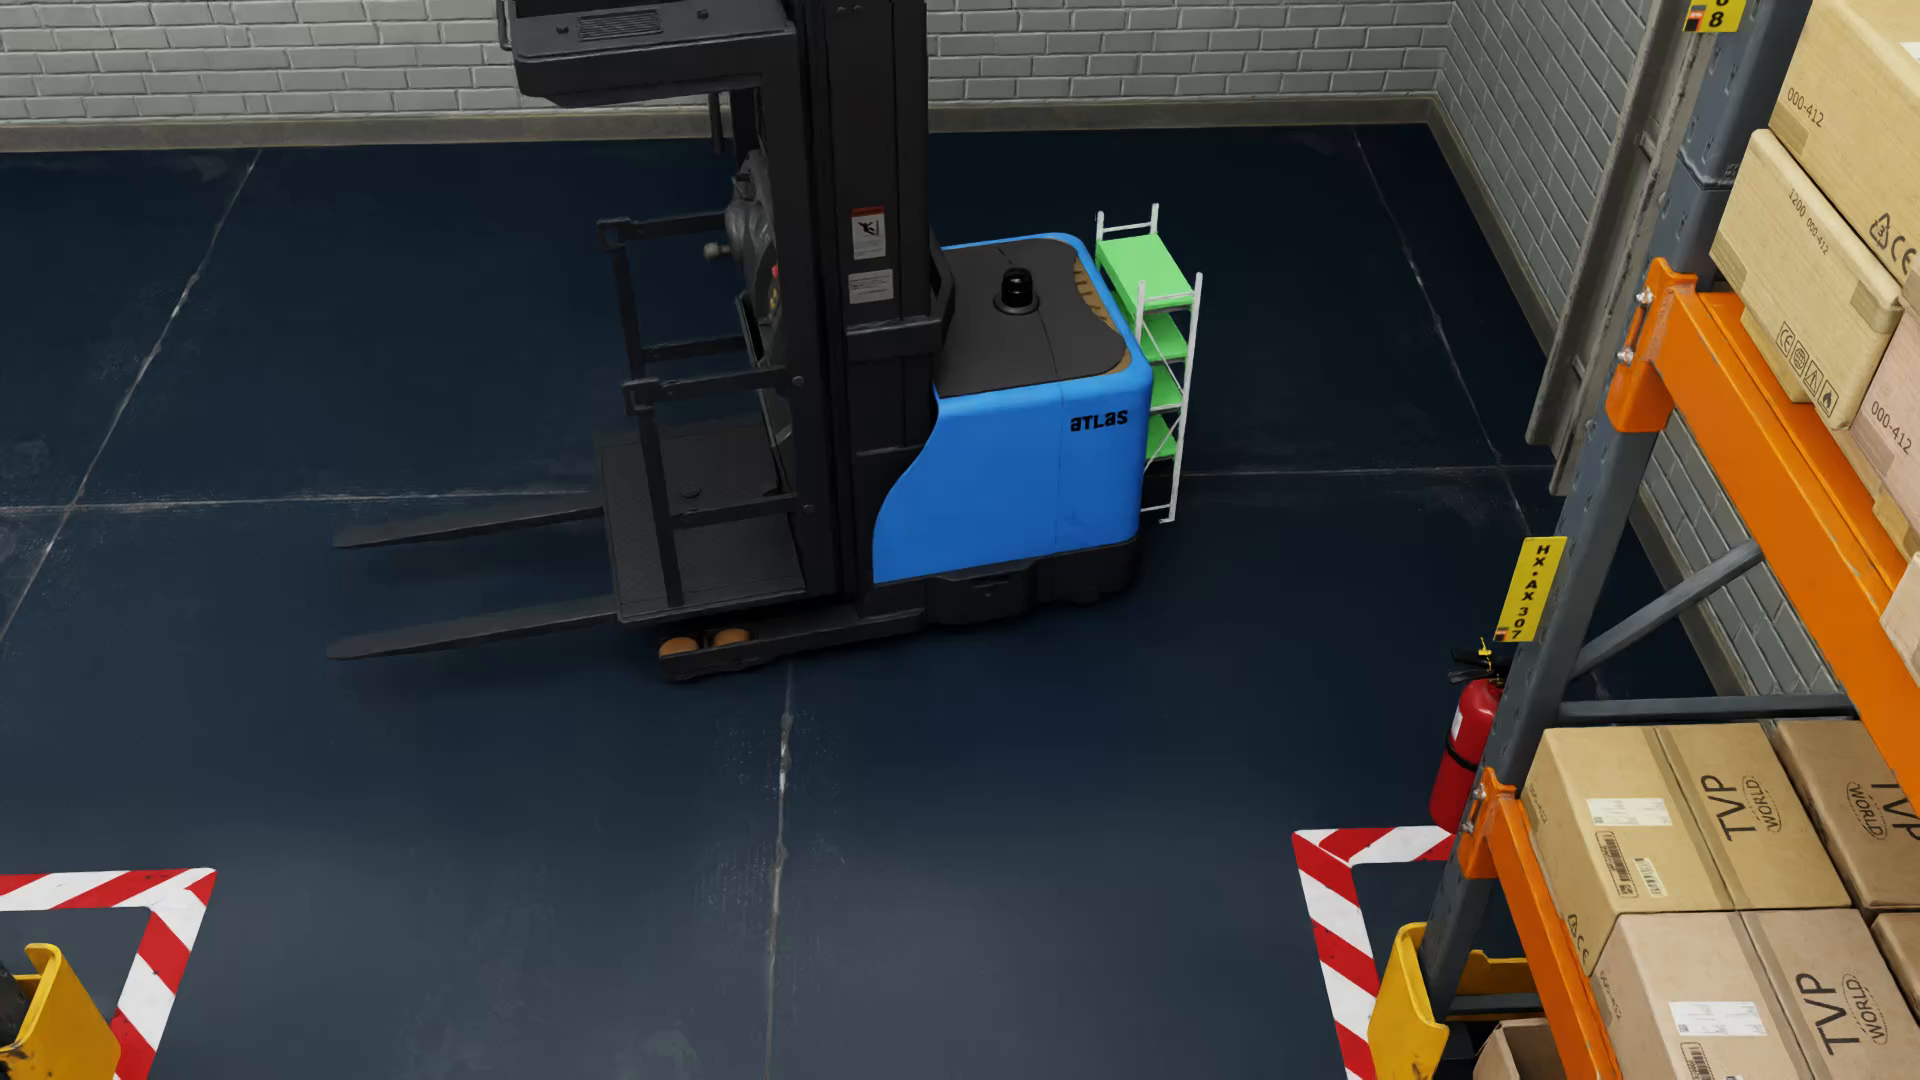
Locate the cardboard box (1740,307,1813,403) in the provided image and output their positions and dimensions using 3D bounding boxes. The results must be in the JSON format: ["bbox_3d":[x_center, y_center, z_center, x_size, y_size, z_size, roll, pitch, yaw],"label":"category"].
[{"bbox_3d":[1.615,-0.373,2.903,0.380,0.149,0.250,-1,43,-1],"label":"cardboard box"}]

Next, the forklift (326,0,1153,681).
[{"bbox_3d":[-0.878,-0.954,5.621,3.031,2.935,1.130,-9,43,-10],"label":"forklift"}]

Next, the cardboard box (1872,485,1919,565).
[{"bbox_3d":[1.646,-0.023,2.521,0.380,0.149,0.250,-1,43,-2],"label":"cardboard box"}]

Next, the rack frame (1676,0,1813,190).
[{"bbox_3d":[1.834,-1.793,2.047,1.000,3.000,0.127,-2,43,-2],"label":"rack frame"}]

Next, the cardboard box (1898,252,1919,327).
[{"bbox_3d":[1.604,-0.275,2.132,0.500,0.250,0.500,-2,43,-2],"label":"cardboard box"}]

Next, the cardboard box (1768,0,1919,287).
[{"bbox_3d":[1.602,-0.619,2.507,0.500,0.250,0.500,-2,43,-2],"label":"cardboard box"}]

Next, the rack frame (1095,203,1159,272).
[{"bbox_3d":[0.644,-0.826,6.763,0.240,1.200,0.015,-10,43,-10],"label":"rack frame"}]

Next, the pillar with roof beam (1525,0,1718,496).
[{"bbox_3d":[-1.682,-3.516,3.926,9.100,9.000,0.400,-2,43,-2],"label":"pillar with roof beam"}]

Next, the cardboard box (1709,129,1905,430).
[{"bbox_3d":[1.579,-0.434,2.675,0.500,0.250,0.500,-2,43,-2],"label":"cardboard box"}]

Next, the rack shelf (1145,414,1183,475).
[{"bbox_3d":[0.704,-0.442,6.794,0.258,0.148,0.480,-10,43,-10],"label":"rack shelf"}]

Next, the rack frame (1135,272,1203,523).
[{"bbox_3d":[0.763,-0.506,6.414,0.240,1.200,0.015,-10,43,-10],"label":"rack frame"}]

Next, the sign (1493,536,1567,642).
[{"bbox_3d":[1.291,0.115,3.764,0.100,0.325,0.005,-2,43,-2],"label":"sign"}]

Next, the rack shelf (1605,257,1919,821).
[{"bbox_3d":[1.919,0.928,1.830,1.077,0.370,4.000,-2,43,-2],"label":"rack shelf"}]

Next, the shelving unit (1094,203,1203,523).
[{"bbox_3d":[0.704,-0.666,6.589,0.258,1.200,0.503,-10,43,-10],"label":"shelving unit"}]

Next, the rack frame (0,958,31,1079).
[{"bbox_3d":[-3.125,0.563,3.916,1.000,3.000,0.127,-2,43,-2],"label":"rack frame"}]

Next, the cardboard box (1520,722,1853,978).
[{"bbox_3d":[1.584,0.678,3.681,0.500,0.250,0.500,-1,43,-2],"label":"cardboard box"}]

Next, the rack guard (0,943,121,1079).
[{"bbox_3d":[-3.126,1.469,4.778,1.175,0.500,0.348,-2,43,-2],"label":"rack guard"}]

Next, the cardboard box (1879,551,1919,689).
[{"bbox_3d":[1.554,0.148,2.334,0.380,0.149,0.250,-1,43,-1],"label":"cardboard box"}]

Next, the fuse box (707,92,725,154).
[{"bbox_3d":[-1.283,-2.730,8.461,0.539,1.711,0.414,-2,43,-2],"label":"fuse box"}]

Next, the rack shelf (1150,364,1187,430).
[{"bbox_3d":[0.704,-0.619,6.632,0.258,0.148,0.480,-10,43,-10],"label":"rack shelf"}]

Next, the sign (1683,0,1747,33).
[{"bbox_3d":[1.291,-0.994,2.748,0.100,0.325,0.005,-2,43,-2],"label":"sign"}]

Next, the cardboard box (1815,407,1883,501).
[{"bbox_3d":[1.652,-0.197,2.711,0.380,0.149,0.250,-1,43,-1],"label":"cardboard box"}]

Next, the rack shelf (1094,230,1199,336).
[{"bbox_3d":[0.704,-0.973,6.307,0.258,0.148,0.480,-10,43,-10],"label":"rack shelf"}]

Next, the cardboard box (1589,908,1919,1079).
[{"bbox_3d":[1.605,1.018,3.310,0.500,0.250,0.500,-1,43,-1],"label":"cardboard box"}]

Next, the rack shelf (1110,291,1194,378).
[{"bbox_3d":[0.704,-0.796,6.470,0.258,0.148,0.480,-10,43,-10],"label":"rack shelf"}]

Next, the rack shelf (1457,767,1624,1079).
[{"bbox_3d":[1.919,2.034,2.844,1.077,0.370,4.000,-2,43,-2],"label":"rack shelf"}]

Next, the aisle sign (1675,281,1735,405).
[{"bbox_3d":[1.537,-0.578,3.236,0.394,0.787,0.004,-2,43,-2],"label":"aisle sign"}]

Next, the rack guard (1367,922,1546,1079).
[{"bbox_3d":[1.837,1.391,4.862,1.175,0.500,0.348,-2,43,-2],"label":"rack guard"}]

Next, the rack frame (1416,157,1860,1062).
[{"bbox_3d":[1.834,0.418,4.074,1.000,3.000,0.127,-2,43,-2],"label":"rack frame"}]

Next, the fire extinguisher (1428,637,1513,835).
[{"bbox_3d":[1.366,0.498,4.320,0.296,0.674,0.183,-2,43,-2],"label":"fire extinguisher"}]

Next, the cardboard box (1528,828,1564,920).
[{"bbox_3d":[1.573,0.741,3.908,0.380,0.149,0.250,-2,43,-2],"label":"cardboard box"}]

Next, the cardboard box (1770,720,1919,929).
[{"bbox_3d":[2.118,0.667,3.693,0.500,0.250,0.500,0,43,-1],"label":"cardboard box"}]

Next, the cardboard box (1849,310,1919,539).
[{"bbox_3d":[1.622,-0.092,2.301,0.500,0.250,0.500,-1,43,-1],"label":"cardboard box"}]

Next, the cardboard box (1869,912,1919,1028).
[{"bbox_3d":[2.139,1.015,3.314,0.500,0.250,0.500,-2,43,-2],"label":"cardboard box"}]

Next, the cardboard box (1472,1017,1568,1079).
[{"bbox_3d":[1.765,1.599,4.322,0.797,0.503,0.637,-3,43,-3],"label":"cardboard box"}]
